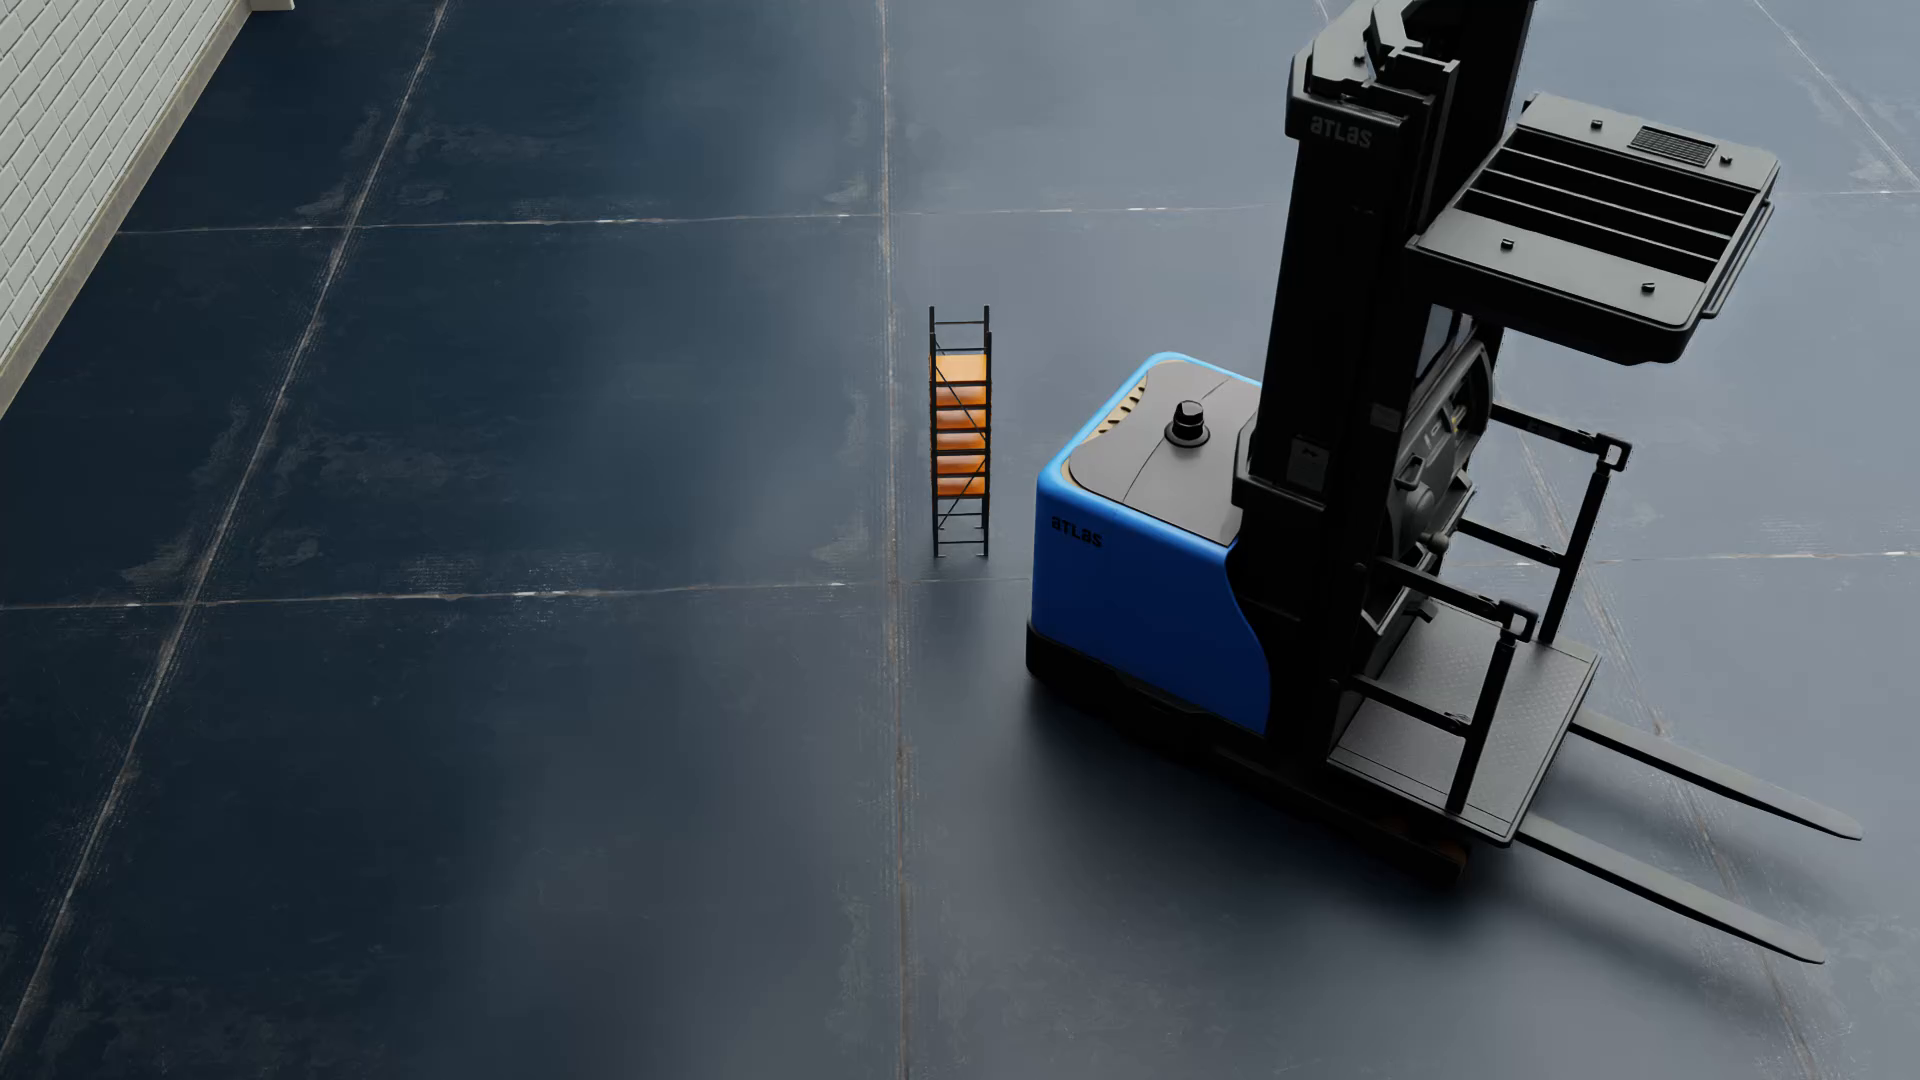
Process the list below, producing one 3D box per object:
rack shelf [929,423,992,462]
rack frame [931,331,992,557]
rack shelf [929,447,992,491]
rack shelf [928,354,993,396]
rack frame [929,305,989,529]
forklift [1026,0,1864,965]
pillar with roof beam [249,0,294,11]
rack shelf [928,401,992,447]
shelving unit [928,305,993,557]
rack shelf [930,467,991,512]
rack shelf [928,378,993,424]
[{"bbox_3d":[0.001,-0.400,7.014,0.258,0.103,0.180,-2,43,-2],"label":"rack shelf"},{"bbox_3d":[0.005,-0.371,6.916,0.240,1.200,0.006,-2,43,-2],"label":"rack frame"},{"bbox_3d":[0.001,-0.311,7.095,0.258,0.103,0.180,-2,43,-2],"label":"rack shelf"},{"bbox_3d":[0.001,-0.665,6.770,0.258,0.103,0.180,-2,43,-2],"label":"rack shelf"},{"bbox_3d":[-0.003,-0.494,7.051,0.240,1.200,0.006,-2,43,-2],"label":"rack frame"},{"bbox_3d":[1.782,-0.251,5.504,3.031,2.935,1.130,24,48,24],"label":"forklift"},{"bbox_3d":[-0.416,-7.188,8.582,9.100,9.000,0.400,-2,43,-2],"label":"pillar with roof beam"},{"bbox_3d":[0.001,-0.488,6.933,0.258,0.103,0.180,-2,43,-2],"label":"rack shelf"},{"bbox_3d":[0.001,-0.433,6.984,0.258,1.200,0.189,-2,43,-2],"label":"shelving unit"},{"bbox_3d":[0.001,-0.223,7.176,0.258,0.103,0.180,-2,43,-2],"label":"rack shelf"},{"bbox_3d":[0.001,-0.577,6.851,0.258,0.103,0.180,-2,43,-2],"label":"rack shelf"}]
